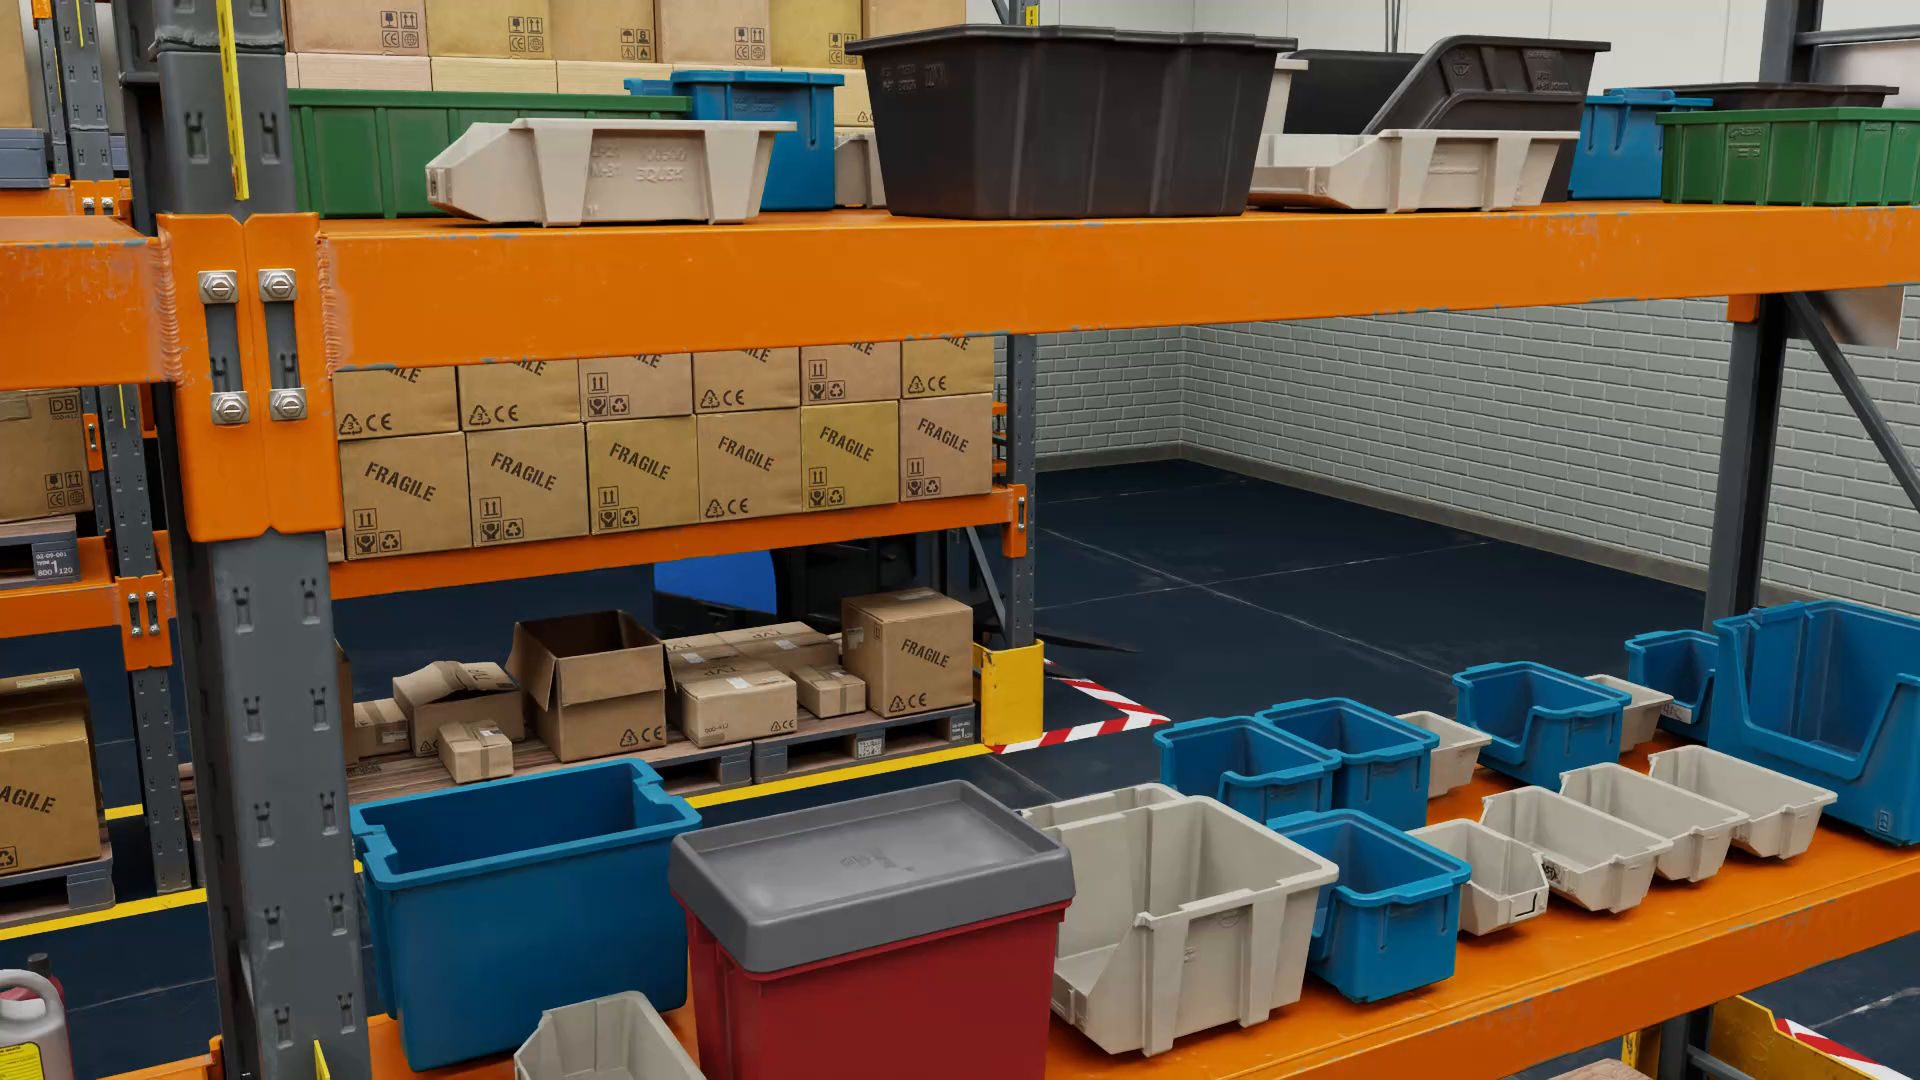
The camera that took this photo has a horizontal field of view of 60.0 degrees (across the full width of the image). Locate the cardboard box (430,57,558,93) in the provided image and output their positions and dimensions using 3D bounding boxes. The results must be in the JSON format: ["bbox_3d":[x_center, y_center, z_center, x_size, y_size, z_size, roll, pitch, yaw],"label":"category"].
[{"bbox_3d":[-1.995,-1.868,6.947,0.500,0.250,0.500,-7,14,-28],"label":"cardboard box"}]

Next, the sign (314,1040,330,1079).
[{"bbox_3d":[-0.791,0.799,2.095,0.005,0.325,0.100,-7,14,-28],"label":"sign"}]

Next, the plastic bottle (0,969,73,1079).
[{"bbox_3d":[-1.553,0.831,2.697,0.185,0.351,0.144,-7,14,-28],"label":"plastic bottle"}]

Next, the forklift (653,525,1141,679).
[{"bbox_3d":[-0.412,-0.727,9.663,3.031,2.935,1.130,9,15,34],"label":"forklift"}]

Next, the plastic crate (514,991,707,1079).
[{"bbox_3d":[-0.576,0.906,2.715,0.243,0.136,0.396,-7,14,-28],"label":"plastic crate"}]

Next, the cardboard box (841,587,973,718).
[{"bbox_3d":[-0.271,0.562,8.472,0.500,0.500,0.500,-7,14,-28],"label":"cardboard box"}]

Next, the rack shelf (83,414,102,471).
[{"bbox_3d":[-7.555,-0.520,10.225,4.000,0.370,1.077,-7,14,-28],"label":"rack shelf"}]

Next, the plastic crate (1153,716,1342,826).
[{"bbox_3d":[0.664,0.592,3.890,0.300,0.233,0.416,-7,14,-28],"label":"plastic crate"}]

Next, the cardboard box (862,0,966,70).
[{"bbox_3d":[-0.355,-2.490,8.007,0.500,0.500,0.700,-7,14,-28],"label":"cardboard box"}]

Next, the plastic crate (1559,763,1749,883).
[{"bbox_3d":[1.568,0.655,3.830,0.243,0.136,0.396,-7,14,-28],"label":"plastic crate"}]

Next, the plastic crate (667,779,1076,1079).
[{"bbox_3d":[-0.149,0.722,2.787,0.583,0.464,0.402,-7,14,-28],"label":"plastic crate"}]

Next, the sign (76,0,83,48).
[{"bbox_3d":[-3.154,-1.928,5.938,0.005,0.325,0.100,-7,14,-28],"label":"sign"}]

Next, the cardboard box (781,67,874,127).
[{"bbox_3d":[-0.680,-2.026,7.651,0.500,0.250,0.500,-7,14,-28],"label":"cardboard box"}]

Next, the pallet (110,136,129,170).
[{"bbox_3d":[-5.077,-2.585,11.135,1.213,0.211,1.003,-7,14,-28],"label":"pallet"}]

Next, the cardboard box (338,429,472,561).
[{"bbox_3d":[-2.397,-0.231,7.077,0.500,0.500,0.500,-7,14,-27],"label":"cardboard box"}]

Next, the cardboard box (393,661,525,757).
[{"bbox_3d":[-2.401,0.777,7.948,0.500,0.311,0.500,-7,14,-28],"label":"cardboard box"}]

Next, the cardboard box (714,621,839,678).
[{"bbox_3d":[-0.964,0.634,8.719,0.500,0.250,0.500,-7,14,-28],"label":"cardboard box"}]

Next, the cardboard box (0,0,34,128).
[{"bbox_3d":[-3.900,-1.854,6.271,0.600,0.600,0.600,-8,15,-33],"label":"cardboard box"}]

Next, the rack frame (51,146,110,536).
[{"bbox_3d":[-5.800,-1.081,11.081,0.127,3.000,1.000,-7,14,-28],"label":"rack frame"}]

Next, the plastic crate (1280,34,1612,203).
[{"bbox_3d":[0.985,-0.918,3.666,0.767,0.338,0.504,-7,14,-28],"label":"plastic crate"}]

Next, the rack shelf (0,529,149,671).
[{"bbox_3d":[-5.178,0.435,5.985,4.000,0.370,1.077,-7,14,-28],"label":"rack shelf"}]

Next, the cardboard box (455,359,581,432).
[{"bbox_3d":[-1.971,-0.767,7.181,0.500,0.500,0.500,-7,15,-30],"label":"cardboard box"}]

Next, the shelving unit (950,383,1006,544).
[{"bbox_3d":[0.145,-0.603,13.055,0.503,1.200,0.258,-7,14,-28],"label":"shelving unit"}]

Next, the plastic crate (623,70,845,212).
[{"bbox_3d":[-0.407,-0.711,2.986,0.300,0.233,0.416,-7,14,-28],"label":"plastic crate"}]

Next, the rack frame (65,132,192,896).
[{"bbox_3d":[-3.423,-0.127,6.841,0.127,3.000,1.000,-7,14,-28],"label":"rack frame"}]

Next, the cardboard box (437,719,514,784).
[{"bbox_3d":[-2.196,0.945,7.528,0.250,0.166,0.380,-7,14,-28],"label":"cardboard box"}]

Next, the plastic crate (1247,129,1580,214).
[{"bbox_3d":[0.763,-0.662,2.989,0.530,0.136,0.437,-7,14,-28],"label":"plastic crate"}]

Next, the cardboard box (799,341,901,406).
[{"bbox_3d":[-0.614,-0.931,7.910,0.500,0.500,0.500,-6,14,-26],"label":"cardboard box"}]

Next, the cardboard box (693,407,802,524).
[{"bbox_3d":[-1.069,-0.390,7.783,0.500,0.500,0.500,-7,14,-27],"label":"cardboard box"}]

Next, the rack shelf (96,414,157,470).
[{"bbox_3d":[-4.044,-0.941,12.095,4.000,0.370,1.077,-7,14,-28],"label":"rack shelf"}]

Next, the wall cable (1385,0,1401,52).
[{"bbox_3d":[2.847,-3.440,14.971,0.112,2.526,3.097,-7,14,-28],"label":"wall cable"}]

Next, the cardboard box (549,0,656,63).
[{"bbox_3d":[-1.706,-2.346,7.366,0.500,0.500,0.700,-7,14,-28],"label":"cardboard box"}]

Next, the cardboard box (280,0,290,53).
[{"bbox_3d":[-3.014,-2.185,6.651,0.500,0.500,0.700,-7,14,-28],"label":"cardboard box"}]

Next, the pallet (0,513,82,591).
[{"bbox_3d":[-4.177,0.030,6.582,1.213,0.211,1.003,-7,14,-28],"label":"pallet"}]

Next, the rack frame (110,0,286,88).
[{"bbox_3d":[-1.053,-2.099,1.939,0.127,3.000,1.000,-7,14,-28],"label":"rack frame"}]

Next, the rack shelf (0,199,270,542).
[{"bbox_3d":[-2.808,-0.074,1.412,4.000,0.370,1.077,-7,14,-28],"label":"rack shelf"}]

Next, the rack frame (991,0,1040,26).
[{"bbox_3d":[0.088,-3.474,8.052,0.127,3.000,1.000,-7,14,-28],"label":"rack frame"}]

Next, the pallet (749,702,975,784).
[{"bbox_3d":[-0.678,0.905,8.608,1.213,0.211,1.003,-7,14,-28],"label":"pallet"}]

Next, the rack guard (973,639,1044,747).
[{"bbox_3d":[0.021,0.680,8.950,0.348,0.500,1.175,-7,14,-28],"label":"rack guard"}]

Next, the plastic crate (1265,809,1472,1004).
[{"bbox_3d":[0.778,0.725,3.300,0.300,0.233,0.416,-7,14,-28],"label":"plastic crate"}]

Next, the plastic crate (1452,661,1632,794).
[{"bbox_3d":[1.506,0.492,4.338,0.300,0.233,0.416,-7,14,-28],"label":"plastic crate"}]

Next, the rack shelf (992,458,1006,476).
[{"bbox_3d":[0.145,-0.537,13.070,0.480,0.148,0.258,-7,14,-28],"label":"rack shelf"}]

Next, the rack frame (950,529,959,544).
[{"bbox_3d":[-0.069,-0.577,12.941,0.015,1.200,0.240,-7,14,-28],"label":"rack frame"}]
